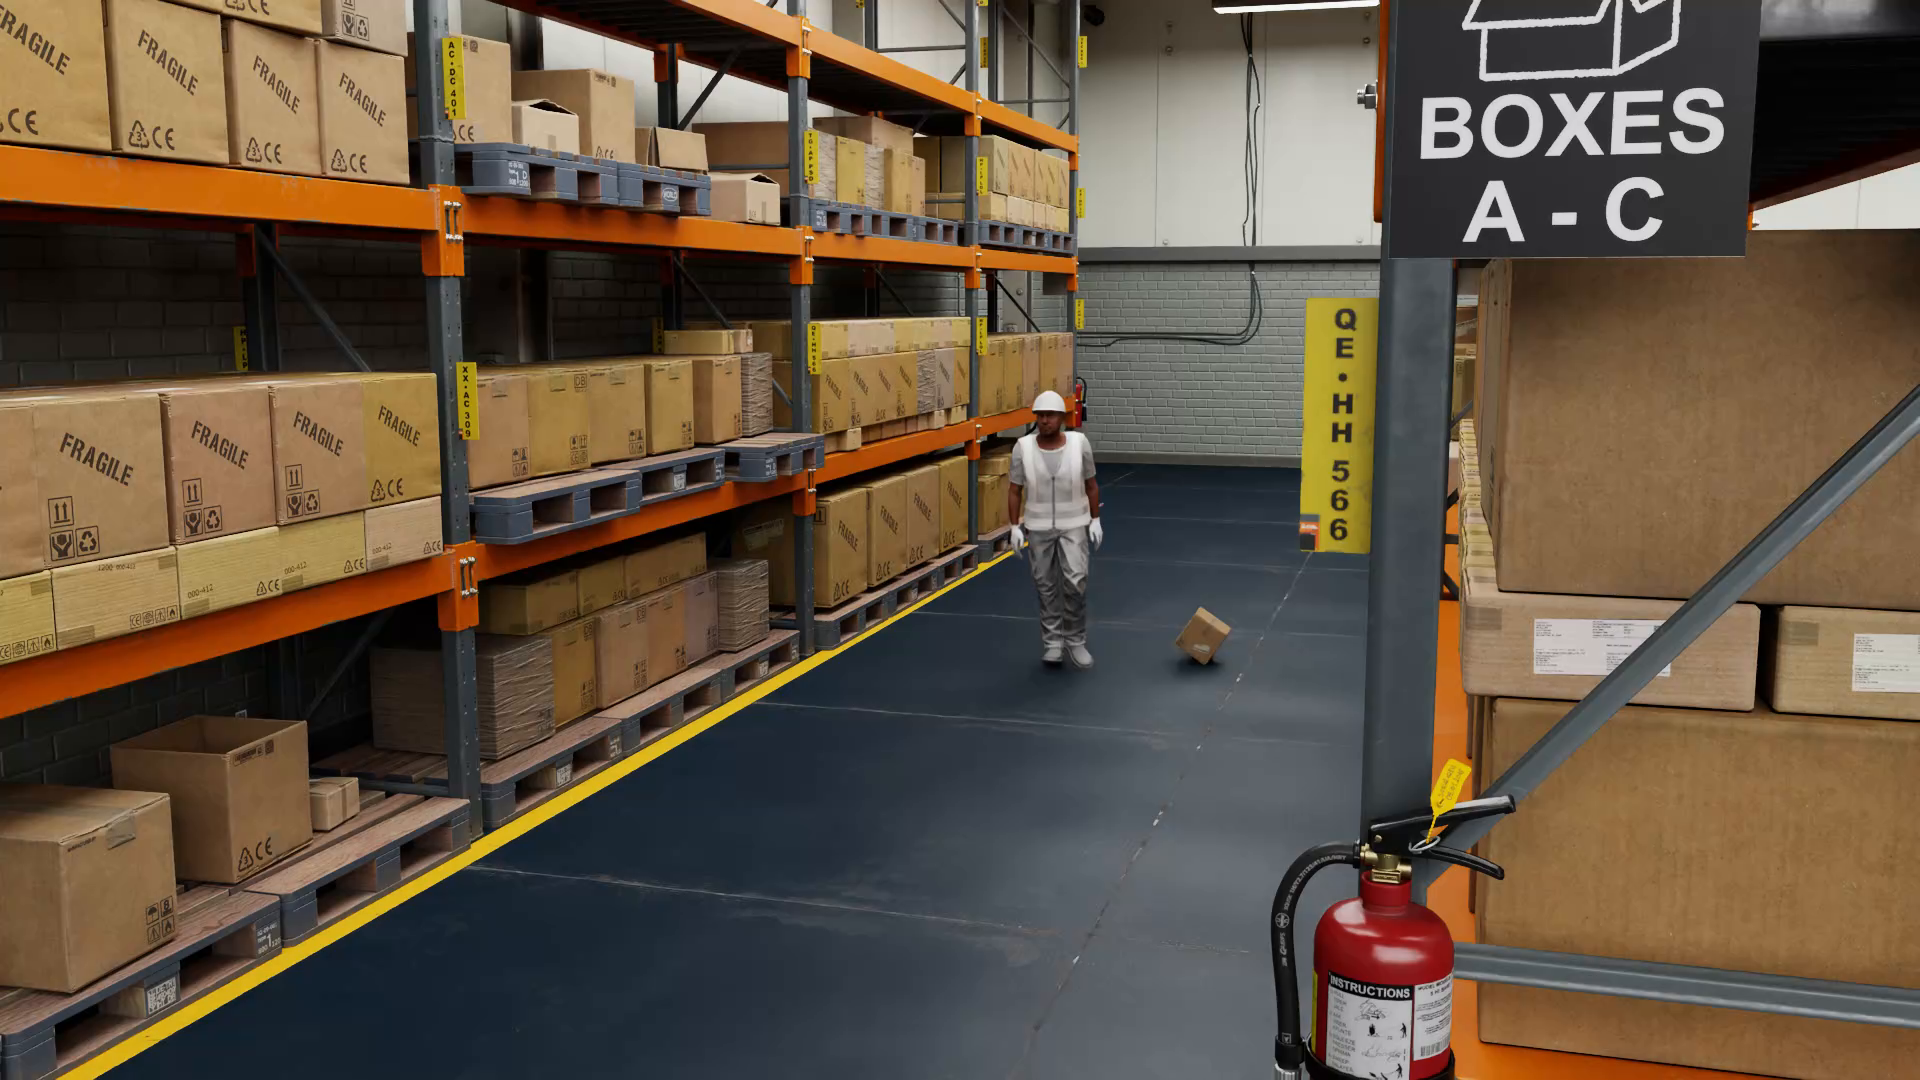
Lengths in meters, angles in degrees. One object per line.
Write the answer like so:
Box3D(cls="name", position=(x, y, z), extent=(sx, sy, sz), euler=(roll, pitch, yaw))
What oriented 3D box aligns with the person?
Box3D(cls="person", position=(0.605, -0.073, 10.627), extent=(0.594, 1.763, 0.513), euler=(1, 8, 10))
